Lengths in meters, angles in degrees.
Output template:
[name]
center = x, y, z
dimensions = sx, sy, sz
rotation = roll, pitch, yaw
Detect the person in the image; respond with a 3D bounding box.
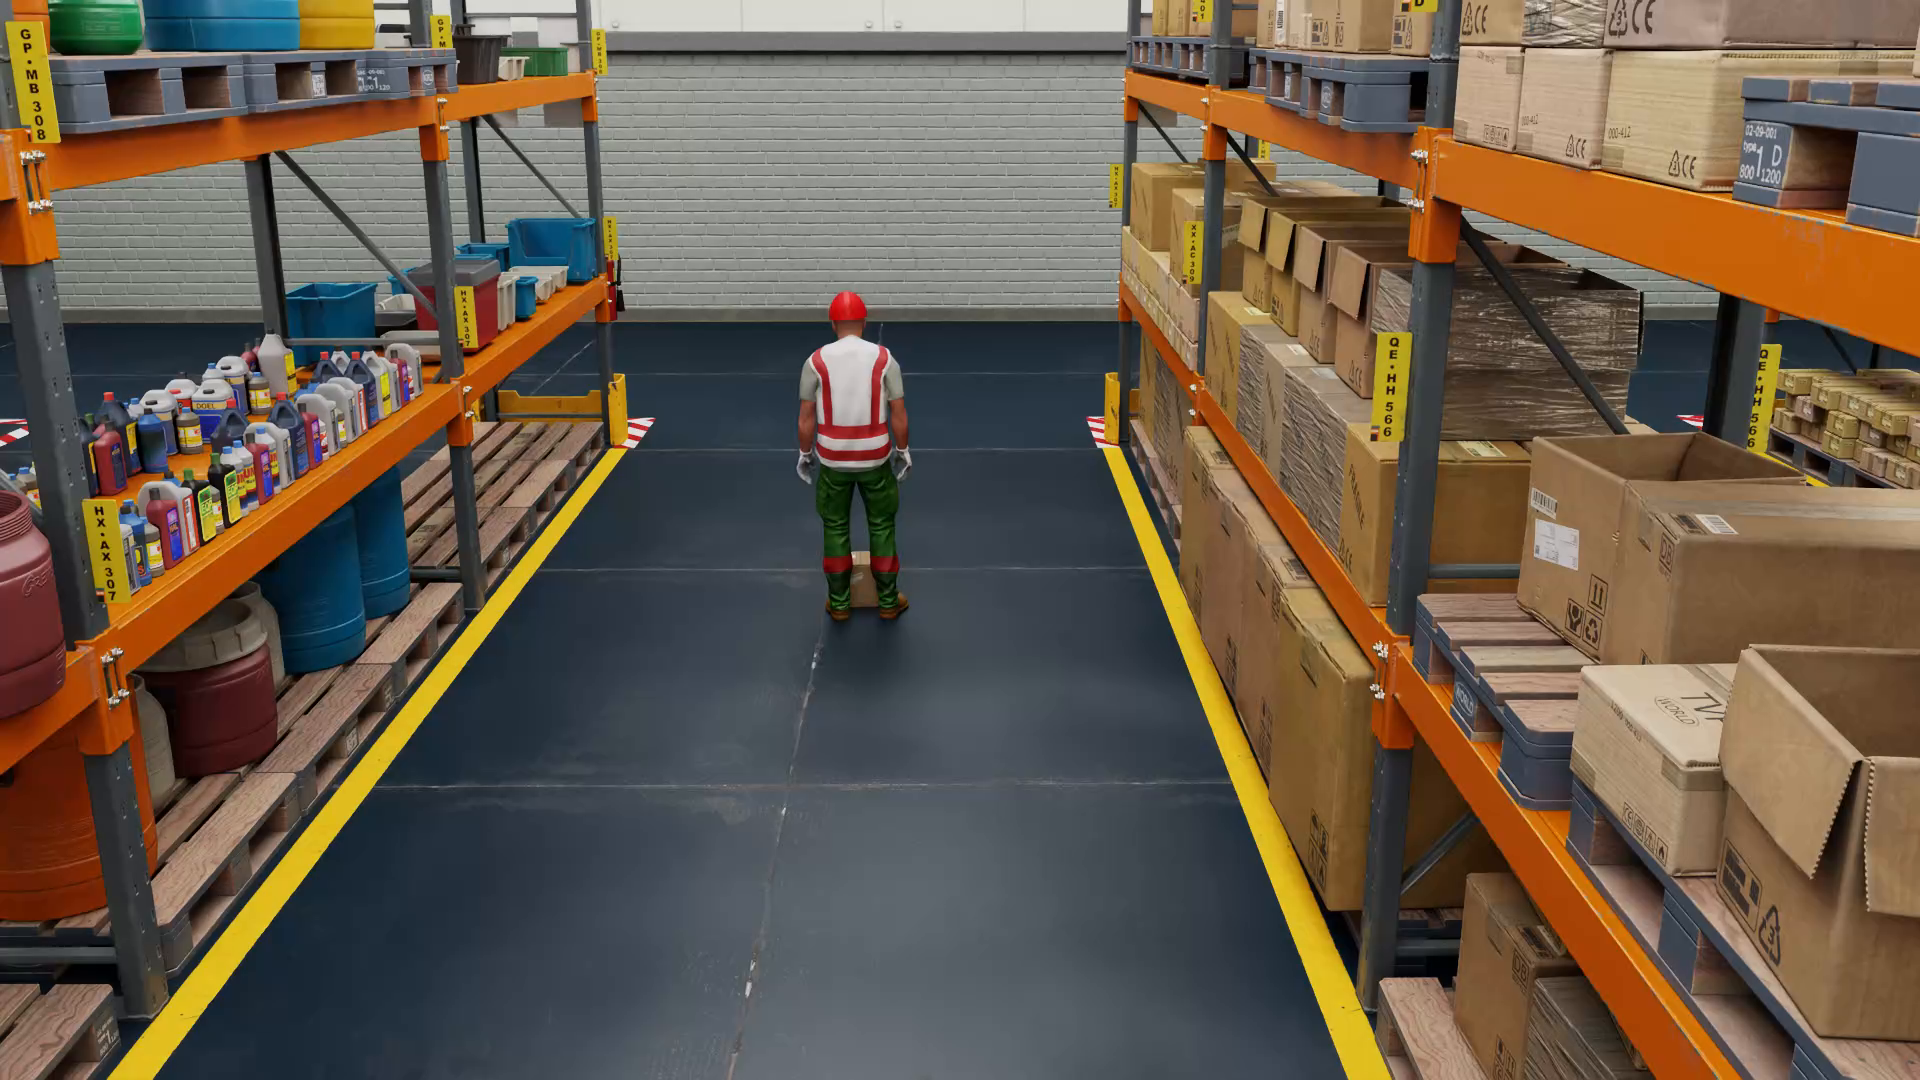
[person]
center = -0.569, -0.444, 8.976
dimensions = 0.623, 1.779, 0.452
rotation = -1, 17, -2
